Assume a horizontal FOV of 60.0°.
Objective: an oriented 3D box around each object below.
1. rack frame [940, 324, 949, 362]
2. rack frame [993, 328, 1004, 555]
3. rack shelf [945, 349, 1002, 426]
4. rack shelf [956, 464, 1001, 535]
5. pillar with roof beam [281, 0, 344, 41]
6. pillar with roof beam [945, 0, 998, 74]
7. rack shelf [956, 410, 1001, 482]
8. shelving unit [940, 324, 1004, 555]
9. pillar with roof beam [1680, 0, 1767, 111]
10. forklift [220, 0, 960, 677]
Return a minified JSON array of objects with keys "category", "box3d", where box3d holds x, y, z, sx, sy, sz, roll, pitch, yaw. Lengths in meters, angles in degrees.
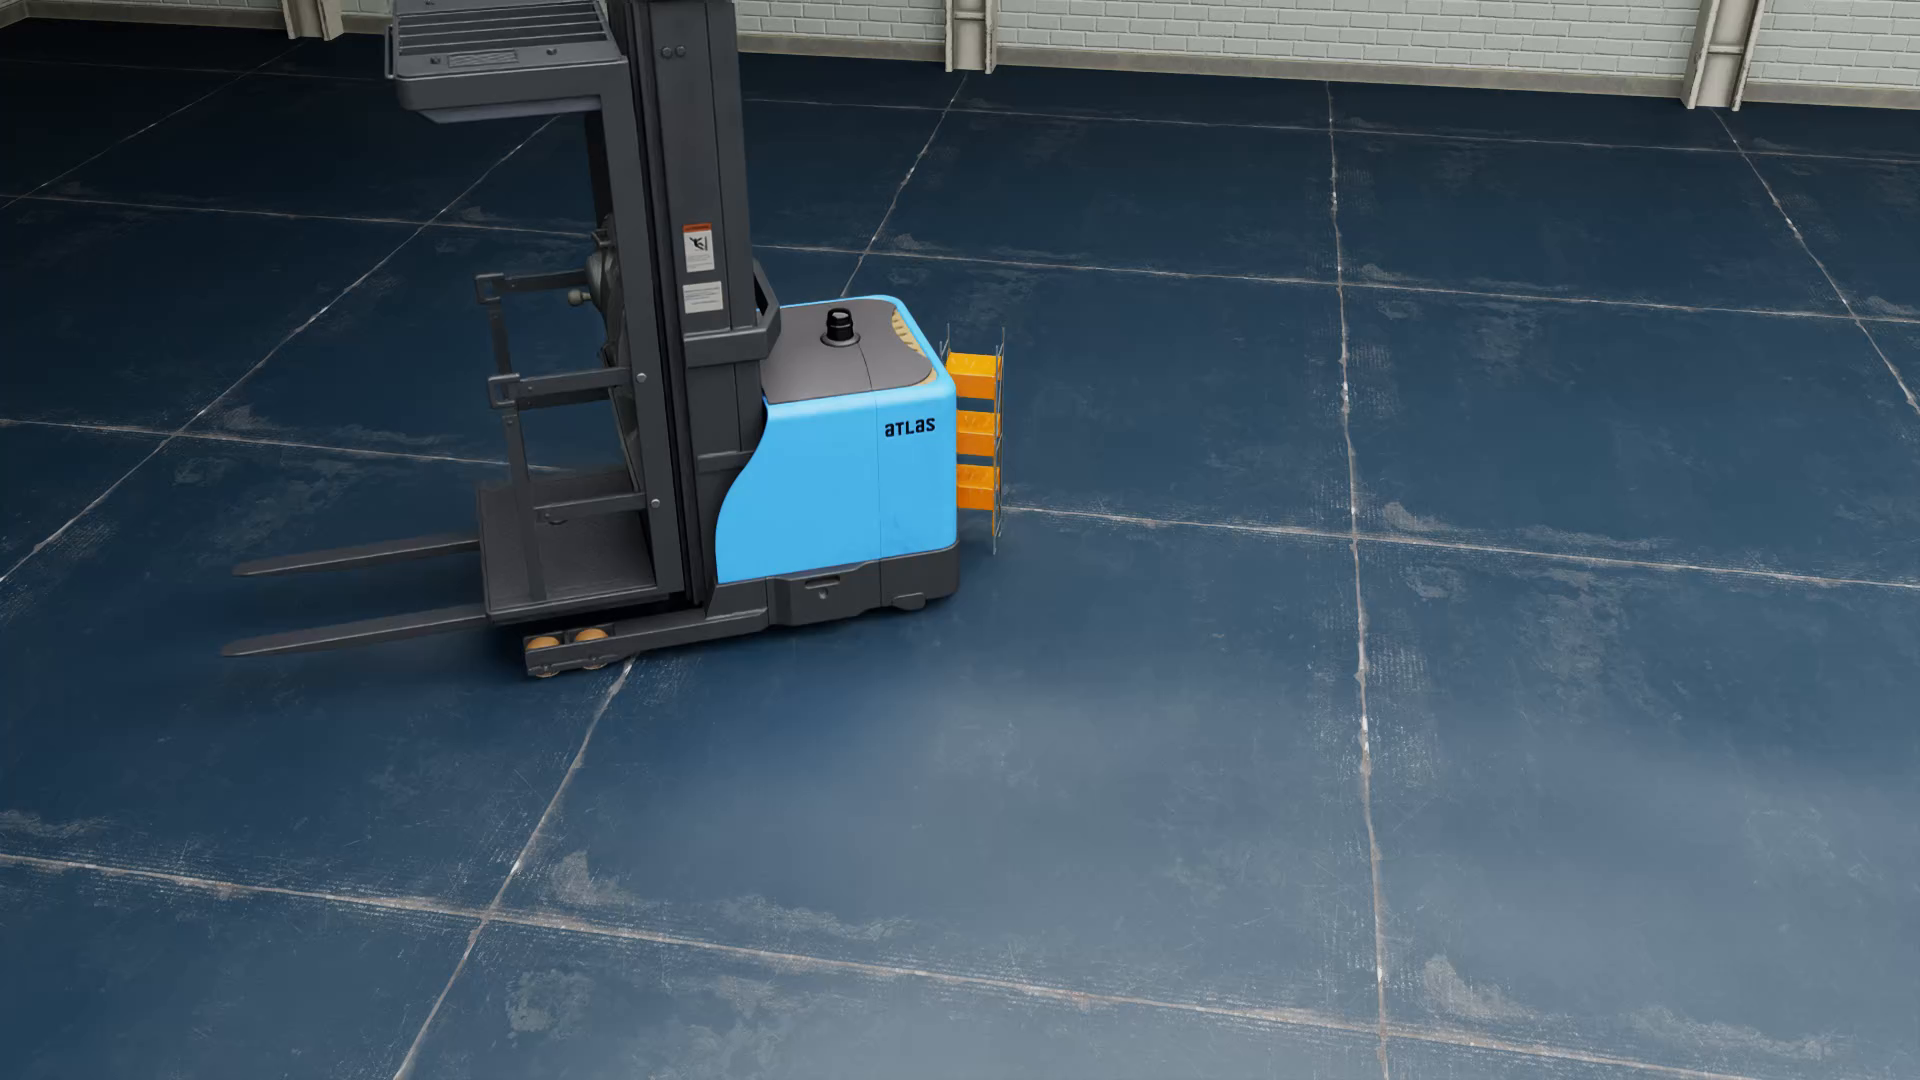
[{"category":"rack frame","box3d":[-0.068,-0.451,7.481,0.008,1.050,0.200,5,32,8]},{"category":"rack frame","box3d":[0.173,-0.429,7.446,0.008,1.050,0.200,5,32,8]},{"category":"rack shelf","box3d":[0.053,-0.672,7.319,0.240,0.259,0.215,5,32,8]},{"category":"rack shelf","box3d":[0.053,-0.196,7.617,0.240,0.259,0.215,5,32,8]},{"category":"pillar with roof beam","box3d":[-6.544,-6.134,9.069,0.400,9.000,9.100,5,32,8]},{"category":"pillar with roof beam","box3d":[-0.629,-5.599,8.213,0.400,9.000,9.100,5,32,8]},{"category":"rack shelf","box3d":[0.053,-0.431,7.469,0.240,0.259,0.215,5,32,8]},{"category":"shelving unit","box3d":[0.053,-0.440,7.464,0.252,1.050,0.215,5,32,8]},{"category":"pillar with roof beam","box3d":[5.285,-5.063,7.357,0.400,9.000,9.100,5,32,8]},{"category":"forklift","box3d":[-1.577,-0.990,6.570,3.031,2.935,1.130,-9,33,-14]}]
